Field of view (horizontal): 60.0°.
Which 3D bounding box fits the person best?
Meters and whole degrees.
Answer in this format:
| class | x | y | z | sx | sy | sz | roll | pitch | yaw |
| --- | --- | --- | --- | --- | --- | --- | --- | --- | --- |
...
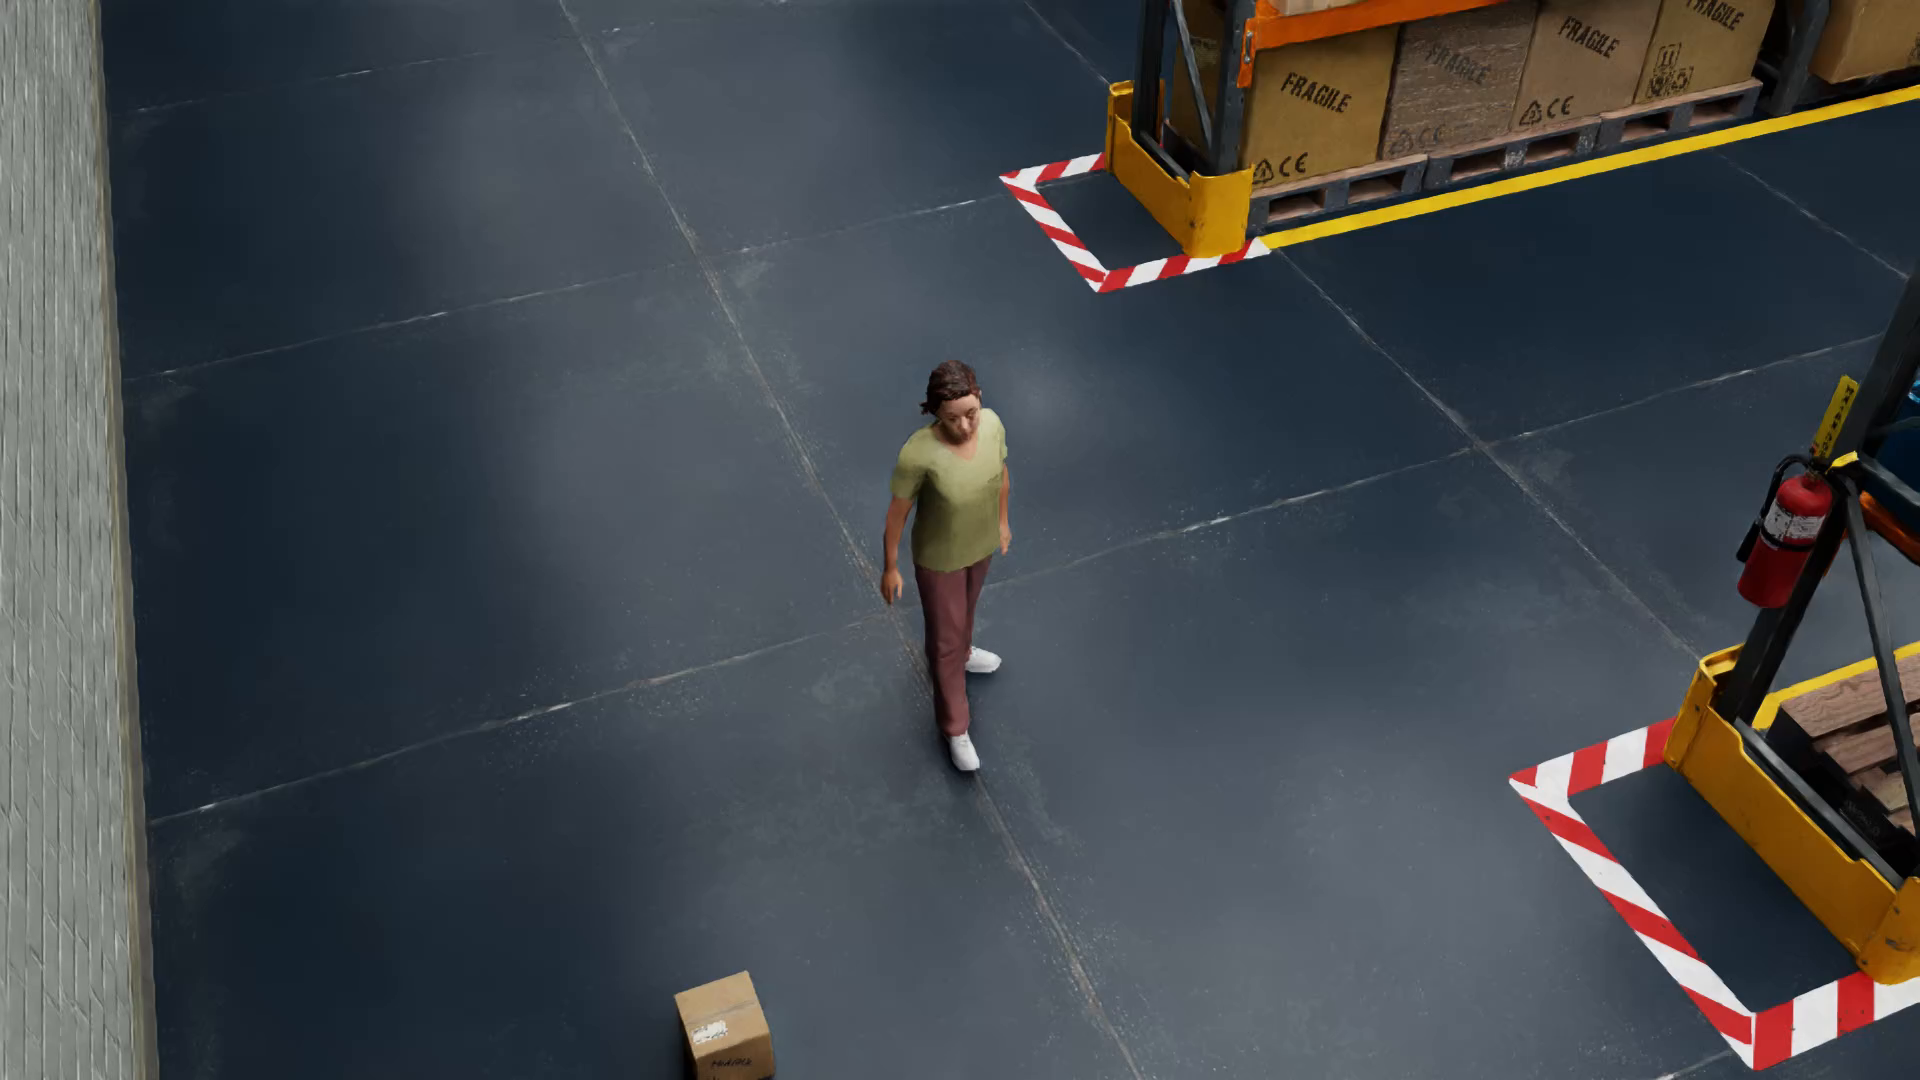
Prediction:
| class | x | y | z | sx | sy | sz | roll | pitch | yaw |
| --- | --- | --- | --- | --- | --- | --- | --- | --- | --- |
| person | -0.008 | 0.061 | 6.077 | 0.576 | 1.665 | 0.623 | -28 | 49 | -28 |
